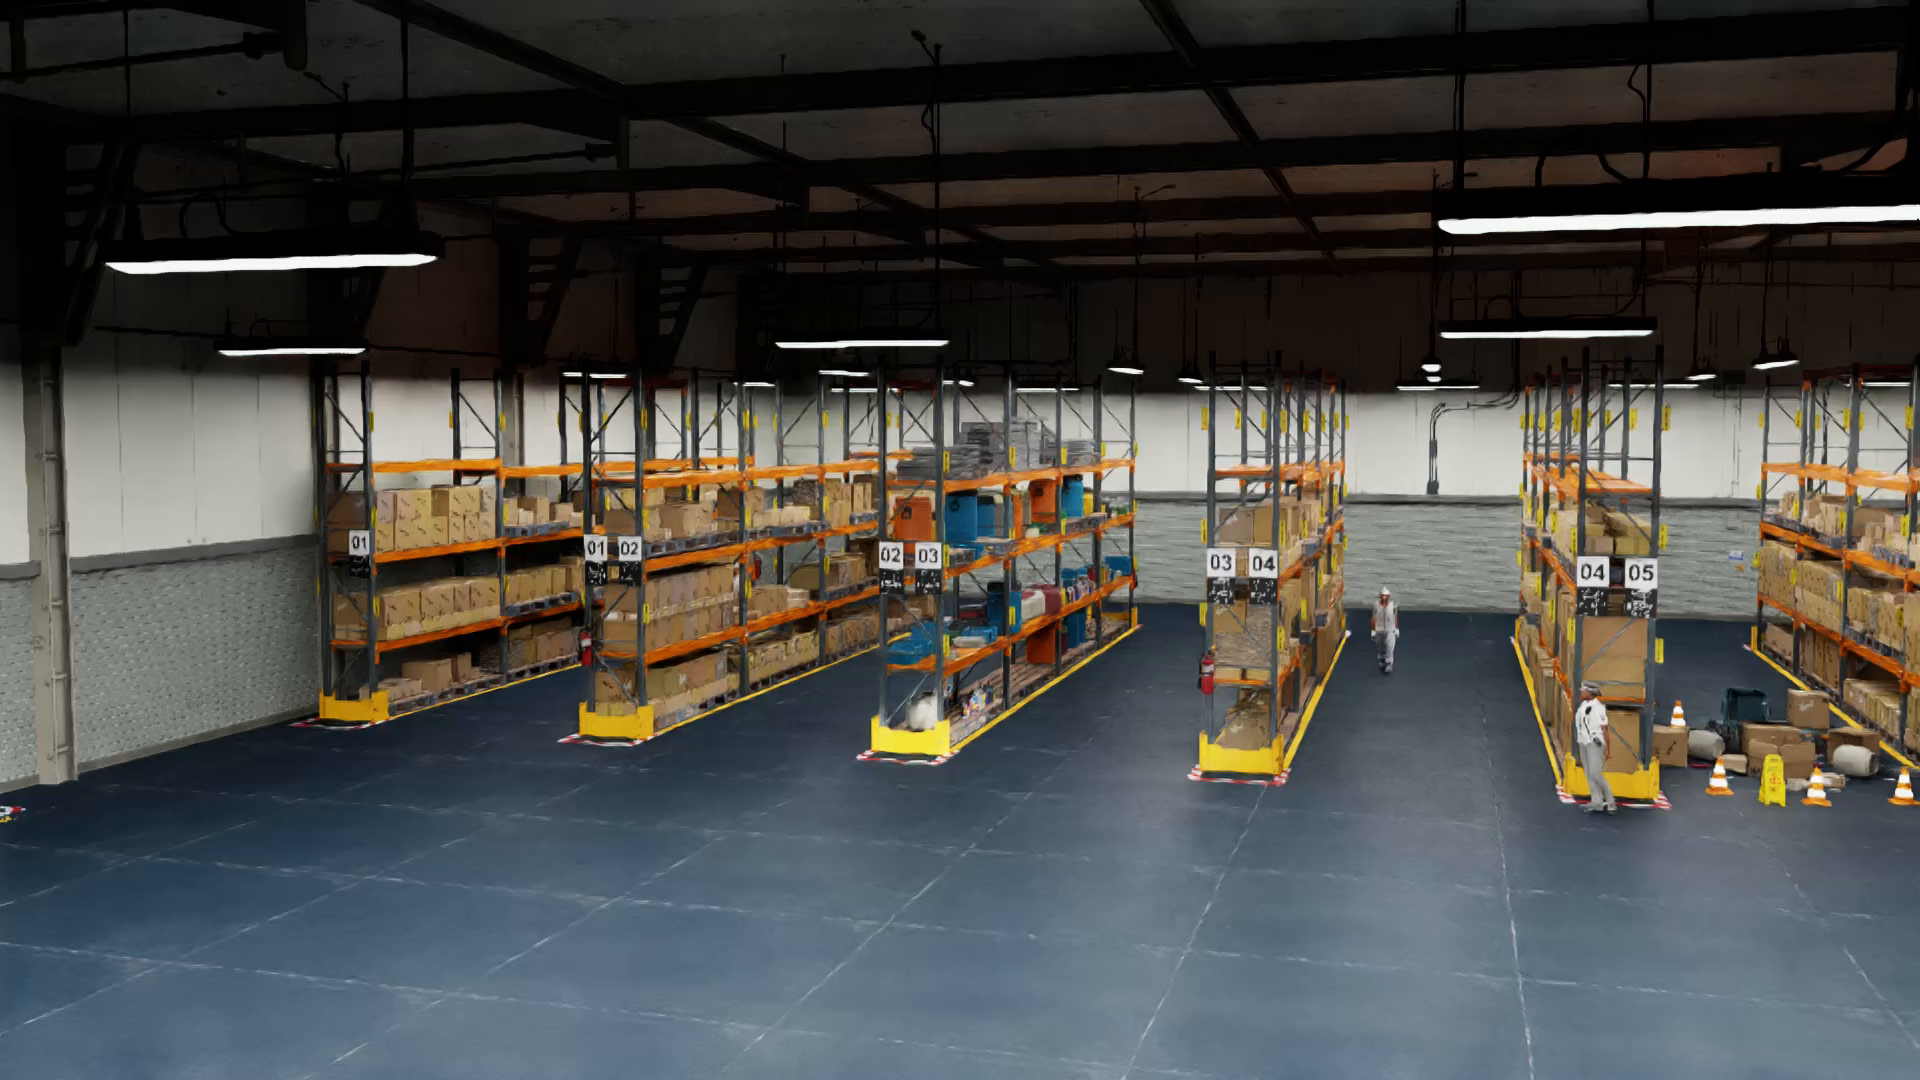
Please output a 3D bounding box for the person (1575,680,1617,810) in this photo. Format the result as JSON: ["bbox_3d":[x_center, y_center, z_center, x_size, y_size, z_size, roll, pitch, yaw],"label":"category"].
[{"bbox_3d":[8.190,2.647,21.375,0.452,1.666,0.581,-1,4,-10],"label":"person"}]

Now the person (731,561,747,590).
[{"bbox_3d":[-5.297,1.339,39.190,0.566,1.704,1.122,1,4,18],"label":"person"}]

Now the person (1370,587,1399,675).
[{"bbox_3d":[8.395,1.783,32.913,0.552,1.709,1.123,1,4,18],"label":"person"}]
